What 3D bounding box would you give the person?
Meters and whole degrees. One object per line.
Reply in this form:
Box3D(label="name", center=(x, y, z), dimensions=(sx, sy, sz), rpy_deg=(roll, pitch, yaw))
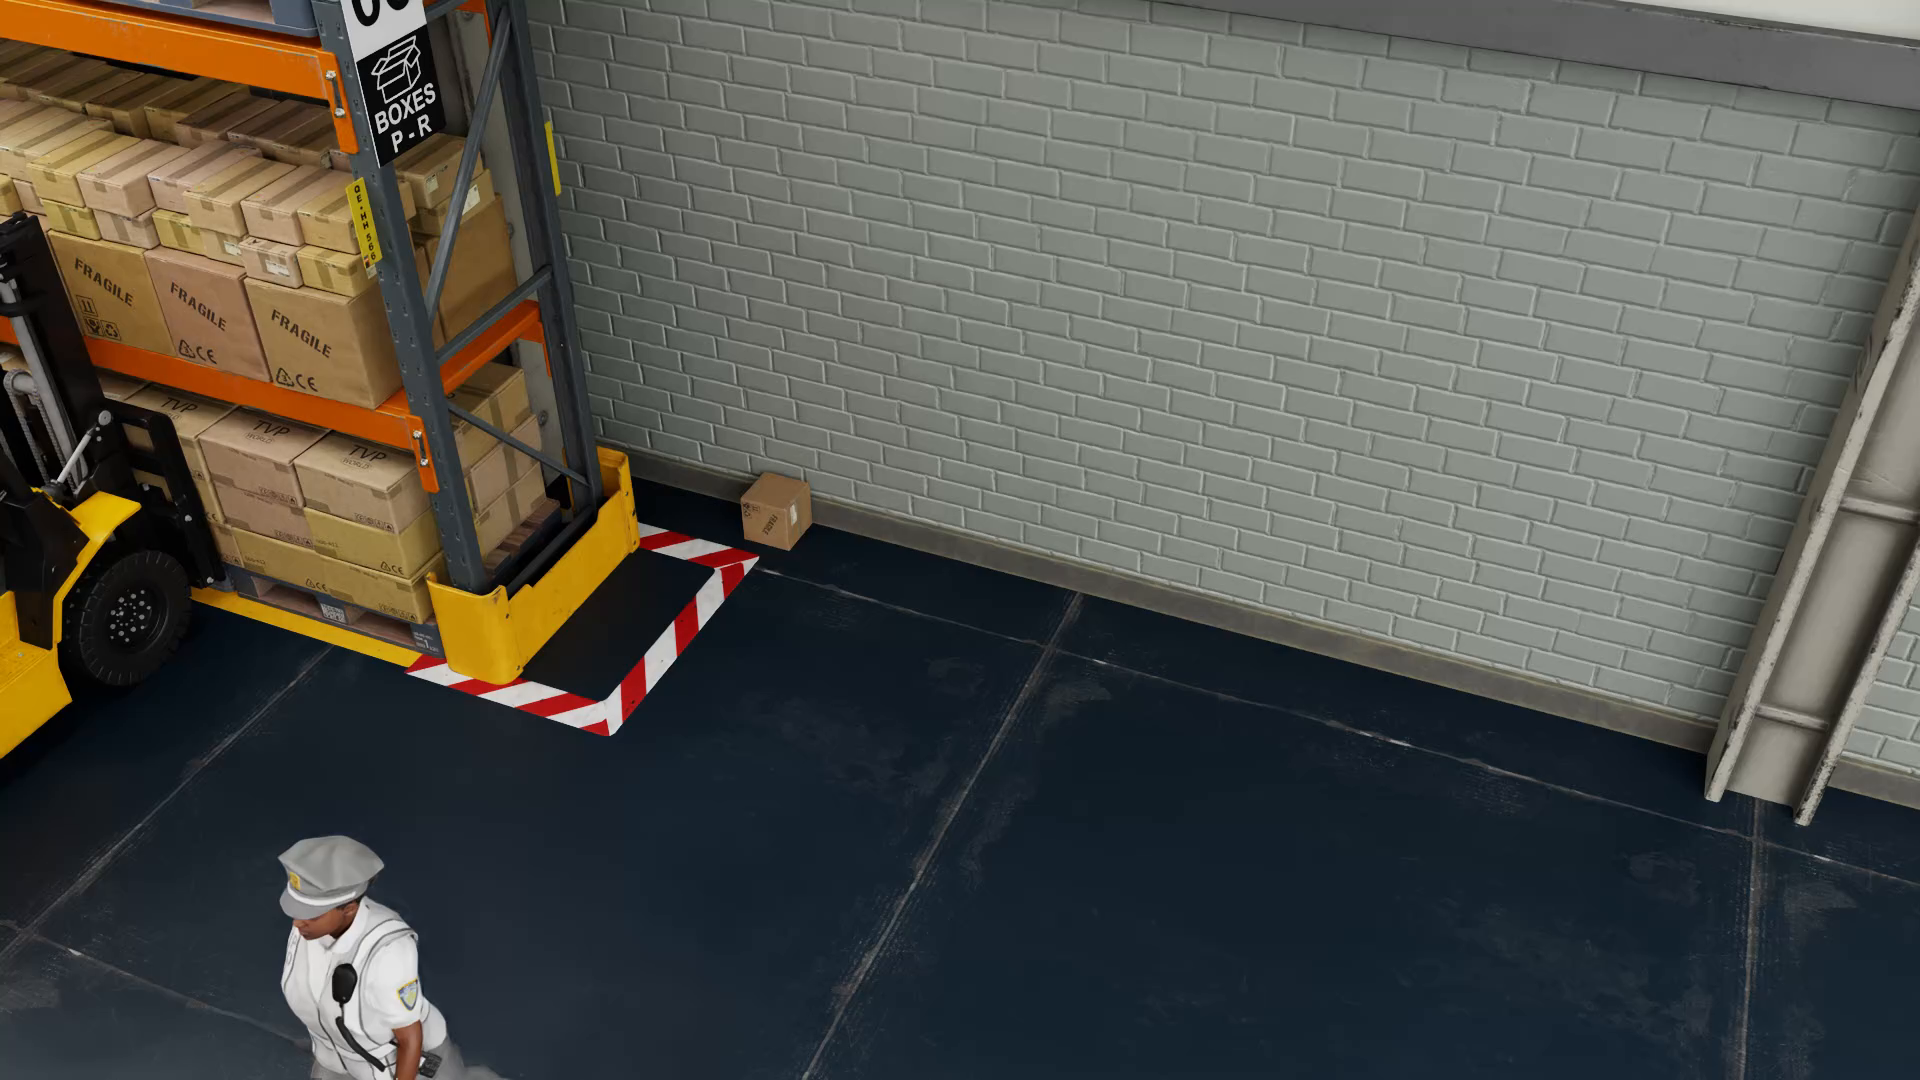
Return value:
Box3D(label="person", center=(-1.723, 1.522, 4.814), dimensions=(0.459, 1.631, 0.978), rpy_deg=(16, 41, 20))
